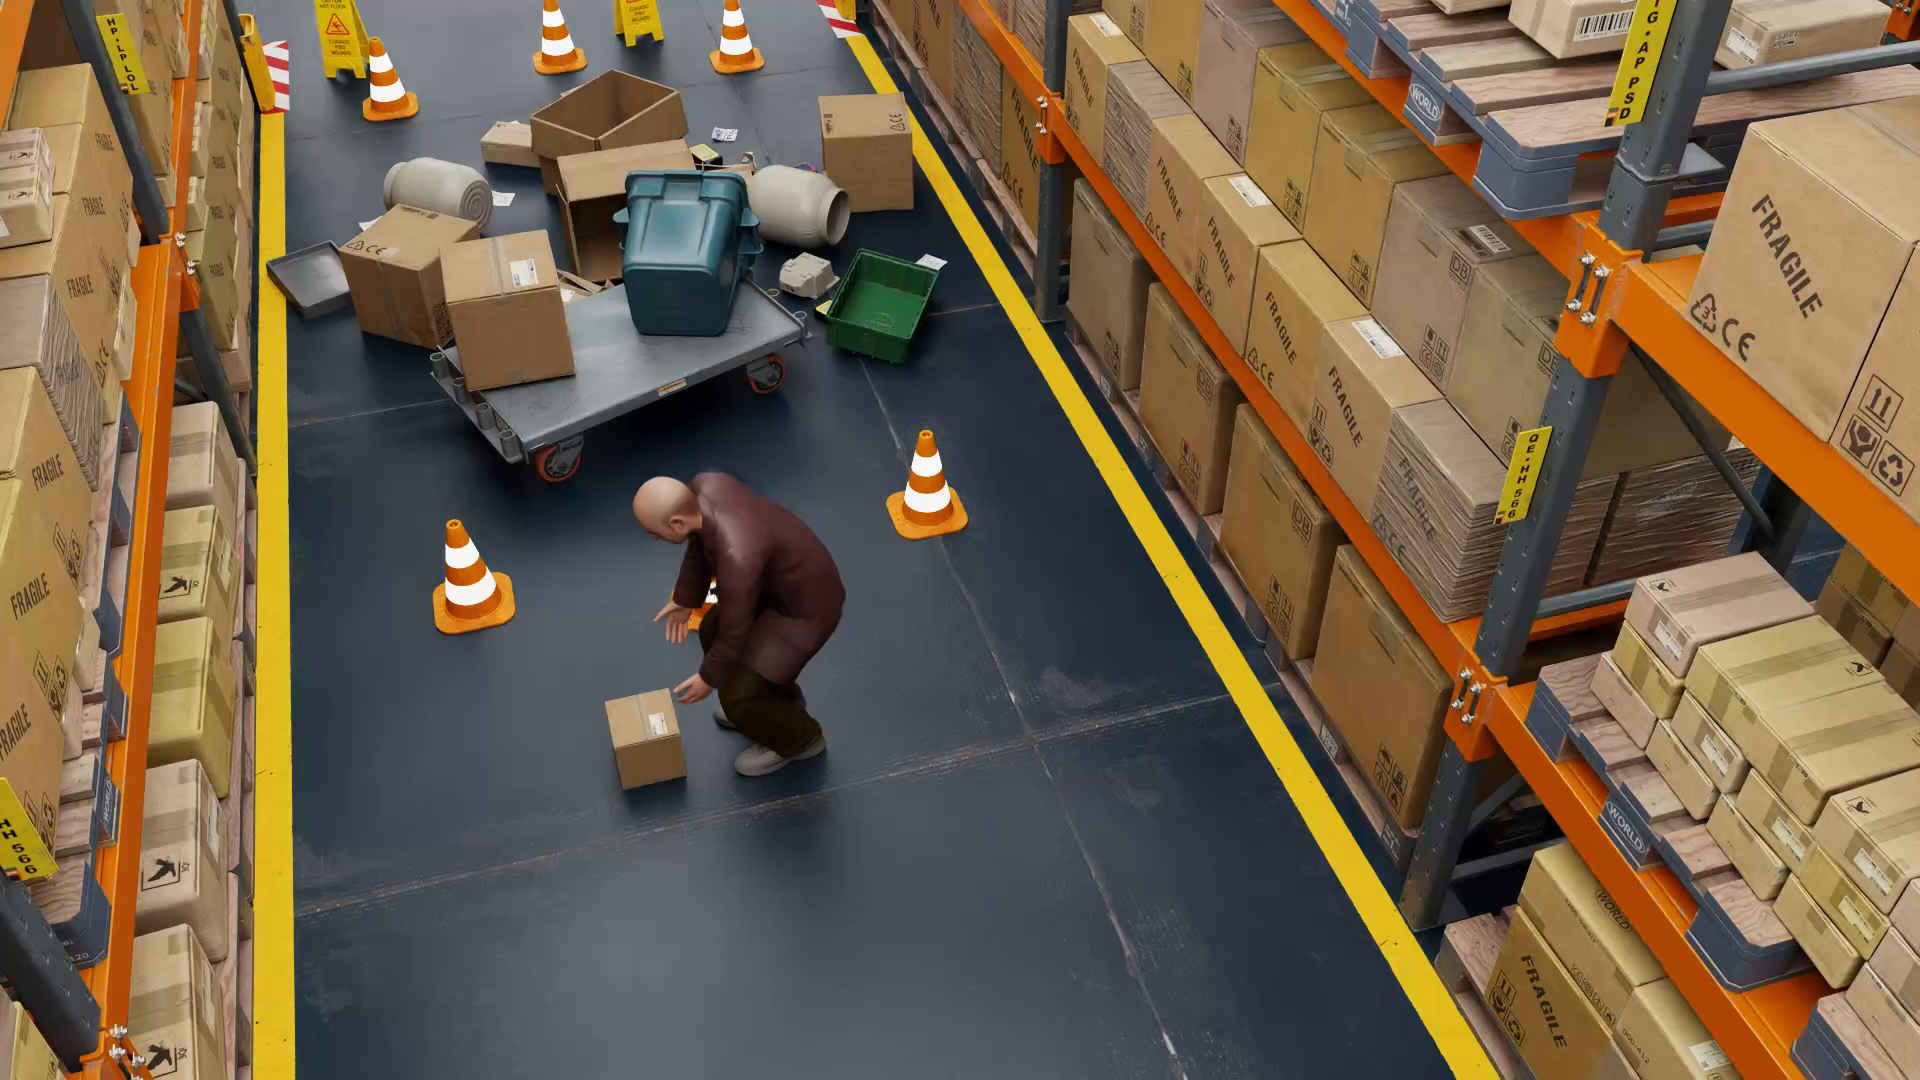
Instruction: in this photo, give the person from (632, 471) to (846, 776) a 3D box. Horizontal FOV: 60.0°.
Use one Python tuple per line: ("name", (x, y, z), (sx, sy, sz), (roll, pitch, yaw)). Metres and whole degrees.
("person", (-0.769, 0.279, 6.132), (0.719, 1.417, 0.630), (-12, 43, -13))
